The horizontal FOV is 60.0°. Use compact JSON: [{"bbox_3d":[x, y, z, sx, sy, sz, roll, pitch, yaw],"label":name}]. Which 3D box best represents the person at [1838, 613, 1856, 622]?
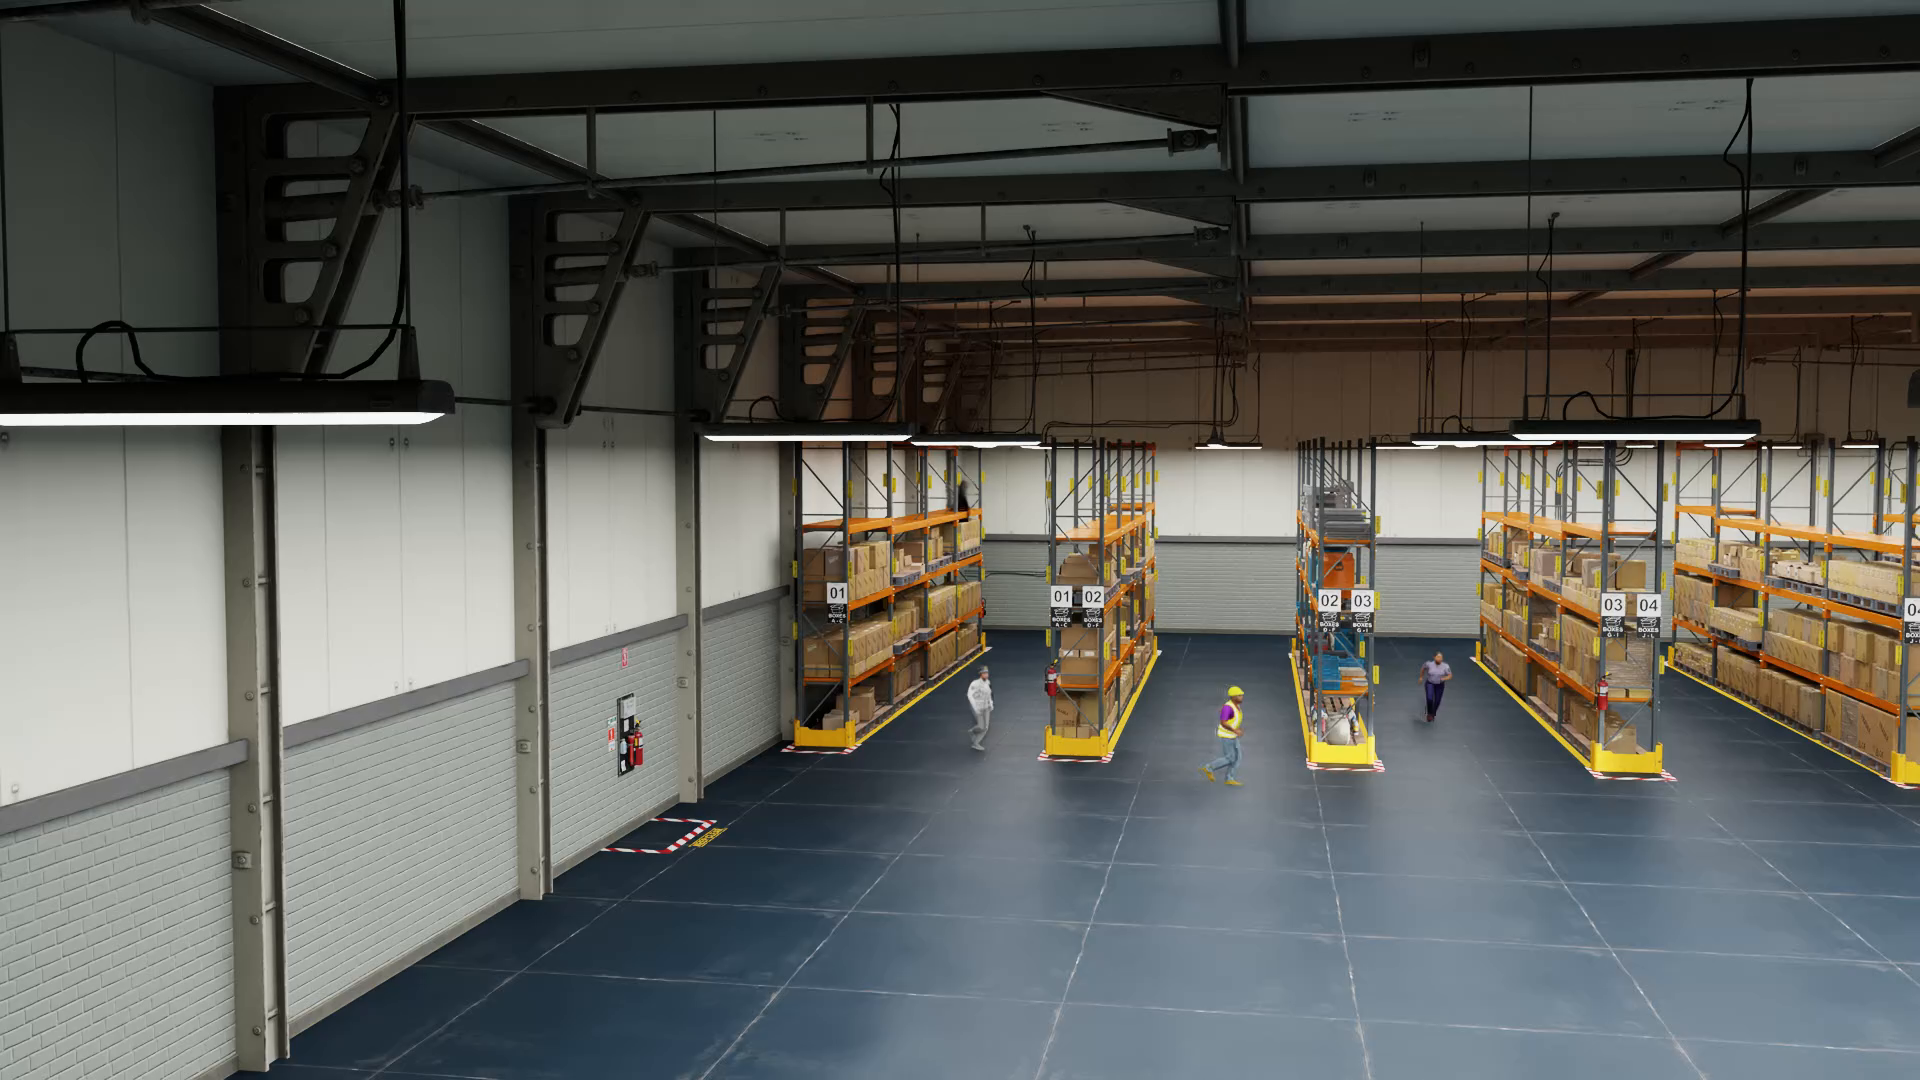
[{"bbox_3d":[24.009,2.514,45.189,0.659,1.634,0.629,1,3,20],"label":"person"}]

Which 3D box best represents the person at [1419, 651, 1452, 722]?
[{"bbox_3d":[10.039,3.085,35.102,0.615,1.515,0.947,0,3,4],"label":"person"}]

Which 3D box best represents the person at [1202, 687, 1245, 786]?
[{"bbox_3d":[4.560,3.365,28.549,0.761,1.714,0.701,2,3,27],"label":"person"}]

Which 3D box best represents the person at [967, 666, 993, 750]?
[{"bbox_3d":[0.362,3.220,32.028,0.618,1.631,0.498,-2,4,-38],"label":"person"}]
